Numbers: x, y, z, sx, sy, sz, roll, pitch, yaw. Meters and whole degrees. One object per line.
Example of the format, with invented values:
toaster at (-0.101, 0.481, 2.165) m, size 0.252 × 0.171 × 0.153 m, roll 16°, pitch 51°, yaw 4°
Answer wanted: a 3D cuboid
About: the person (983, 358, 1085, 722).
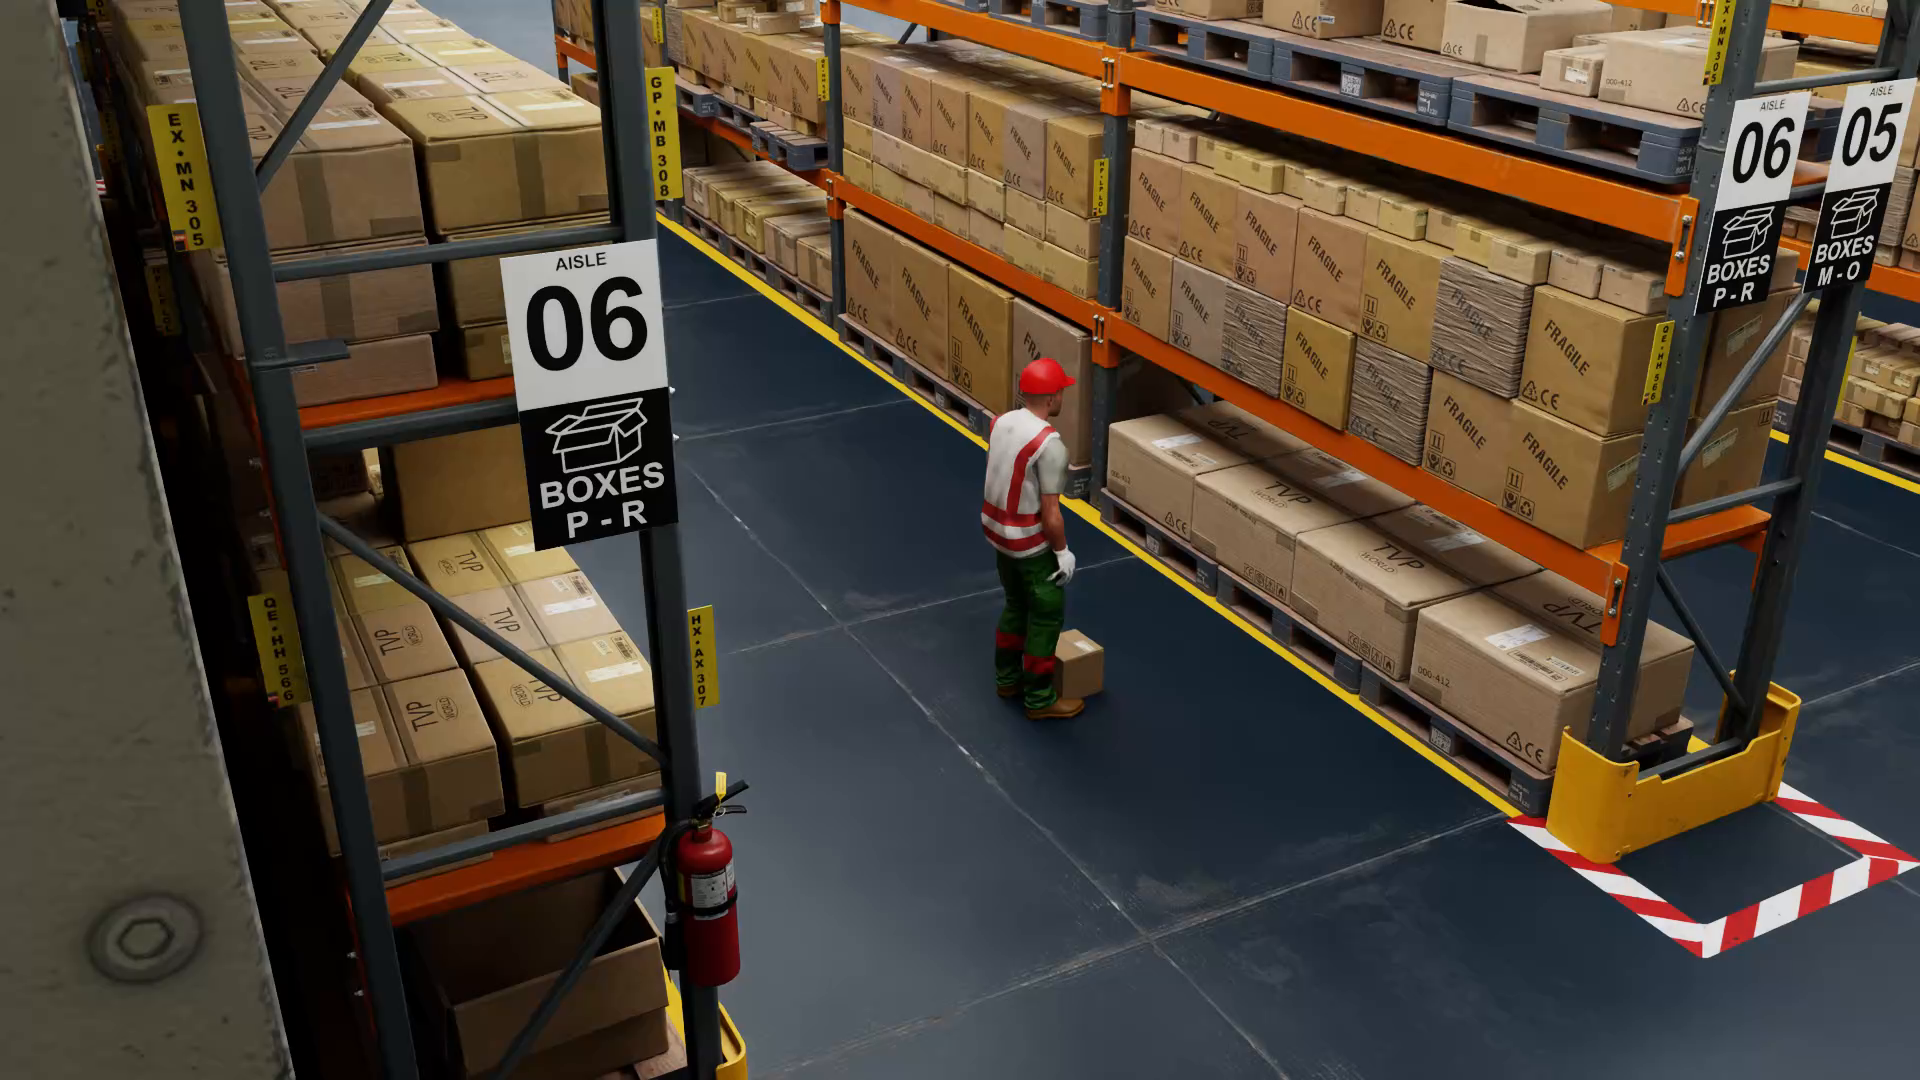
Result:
person at (0.358, -0.006, 8.000) m, size 0.450 × 1.780 × 0.607 m, roll -13°, pitch 28°, yaw -25°
